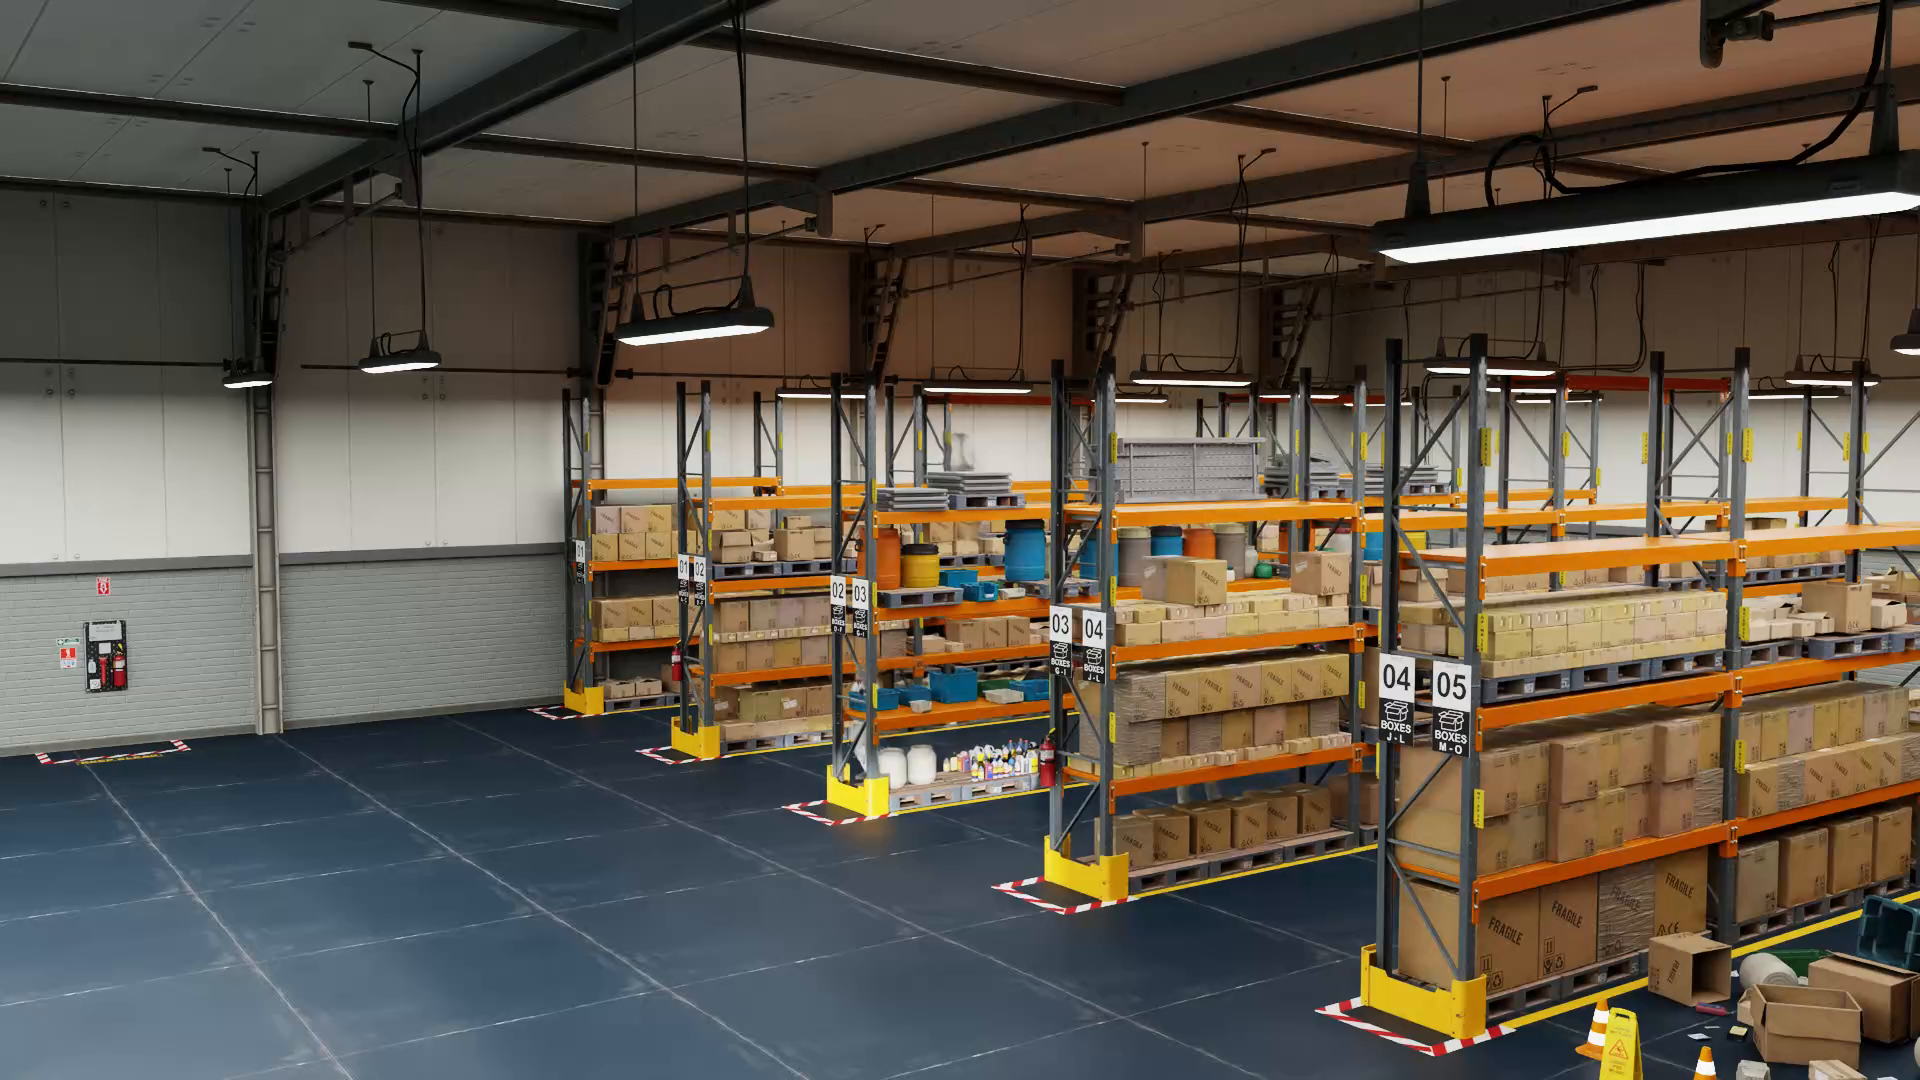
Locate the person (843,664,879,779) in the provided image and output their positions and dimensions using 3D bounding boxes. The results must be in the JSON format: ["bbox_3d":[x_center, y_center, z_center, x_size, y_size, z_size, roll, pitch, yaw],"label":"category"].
[{"bbox_3d":[-1.487,2.700,24.768,0.600,1.749,0.690,-3,4,-35],"label":"person"}]

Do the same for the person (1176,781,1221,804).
[{"bbox_3d":[3.177,2.842,22.312,0.659,1.847,0.937,3,5,43],"label":"person"}]
